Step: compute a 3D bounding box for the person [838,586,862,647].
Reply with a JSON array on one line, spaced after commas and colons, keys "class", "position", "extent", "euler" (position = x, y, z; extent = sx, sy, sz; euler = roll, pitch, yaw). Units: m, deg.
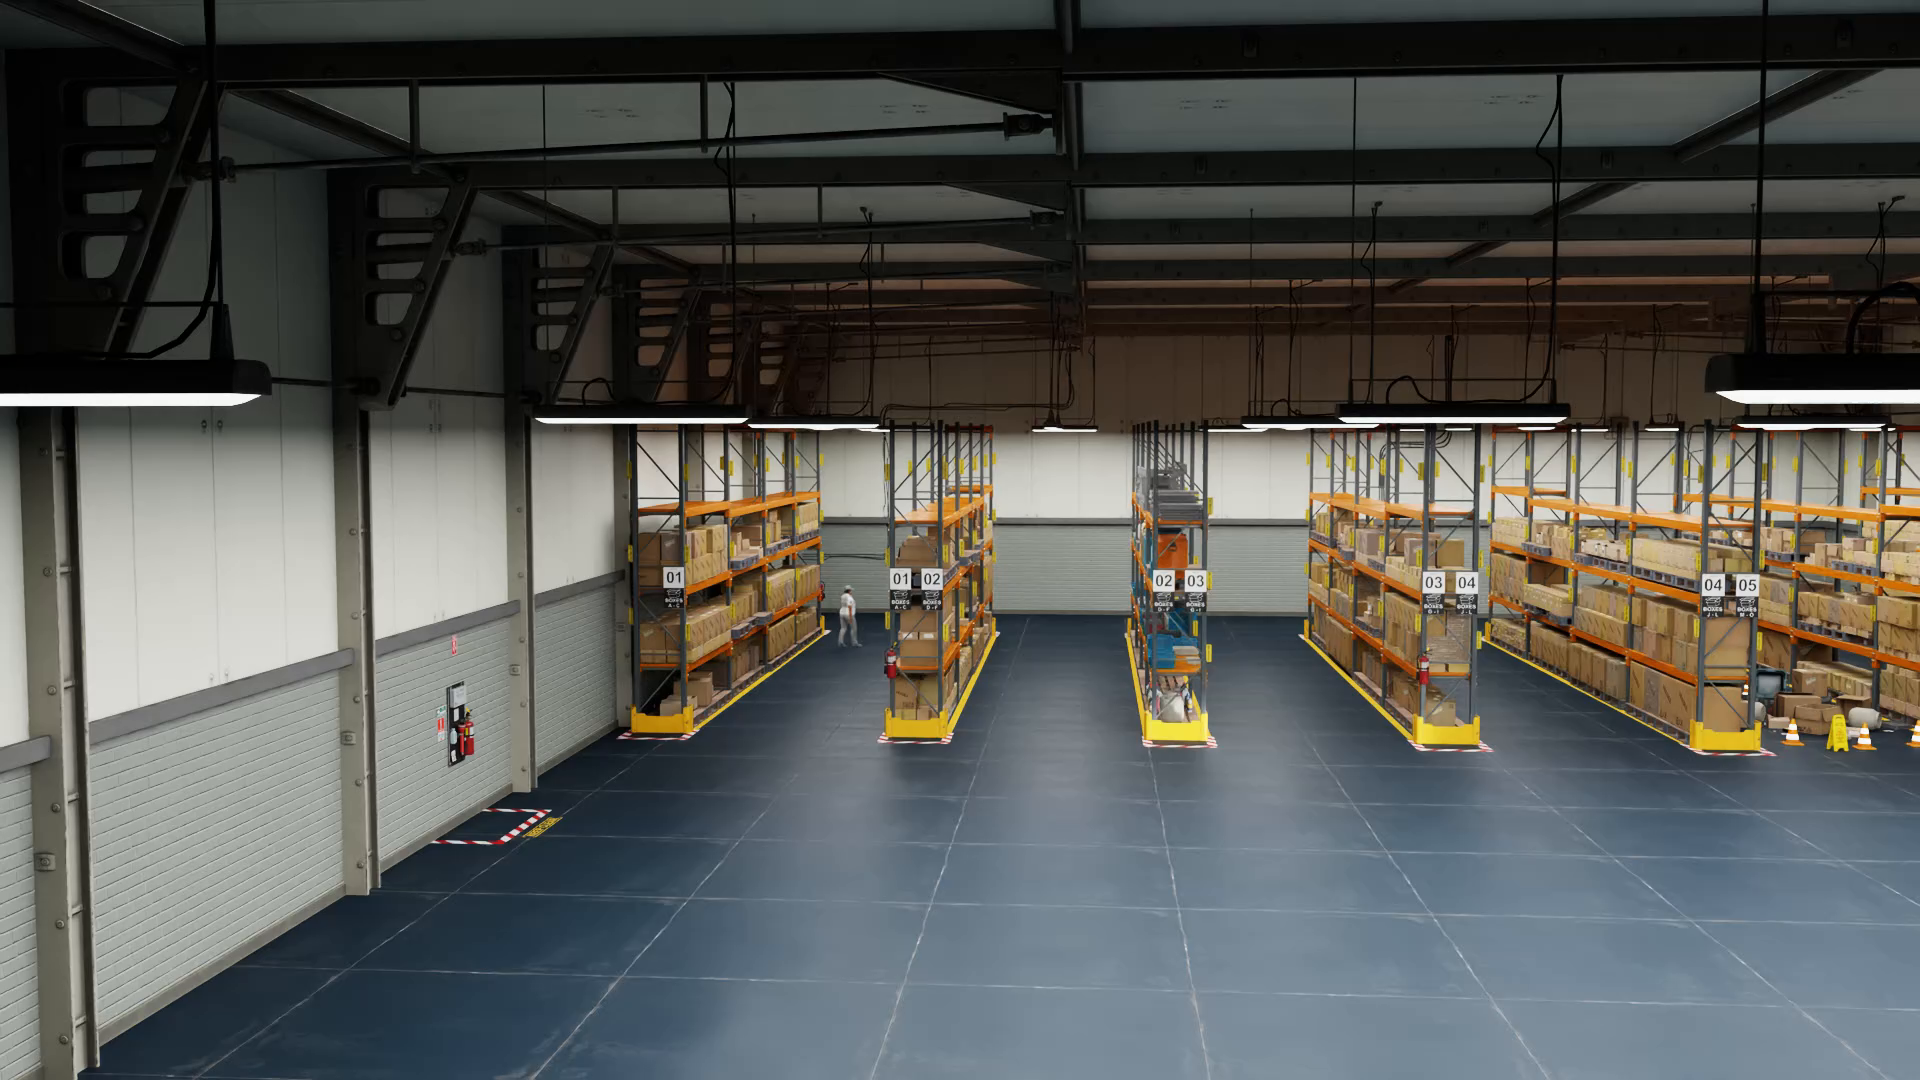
[{"class": "person", "position": [-3.002, 2.059, 44.918], "extent": [0.640, 1.663, 0.512], "euler": [-3, 5, -39]}]

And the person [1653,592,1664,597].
[{"class": "person", "position": [17.840, 2.152, 42.280], "extent": [0.518, 1.782, 0.537], "euler": [-1, 4, -18]}]

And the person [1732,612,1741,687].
[{"class": "person", "position": [17.156, 2.518, 36.872], "extent": [0.574, 1.814, 0.594], "euler": [0, 4, -6]}]
